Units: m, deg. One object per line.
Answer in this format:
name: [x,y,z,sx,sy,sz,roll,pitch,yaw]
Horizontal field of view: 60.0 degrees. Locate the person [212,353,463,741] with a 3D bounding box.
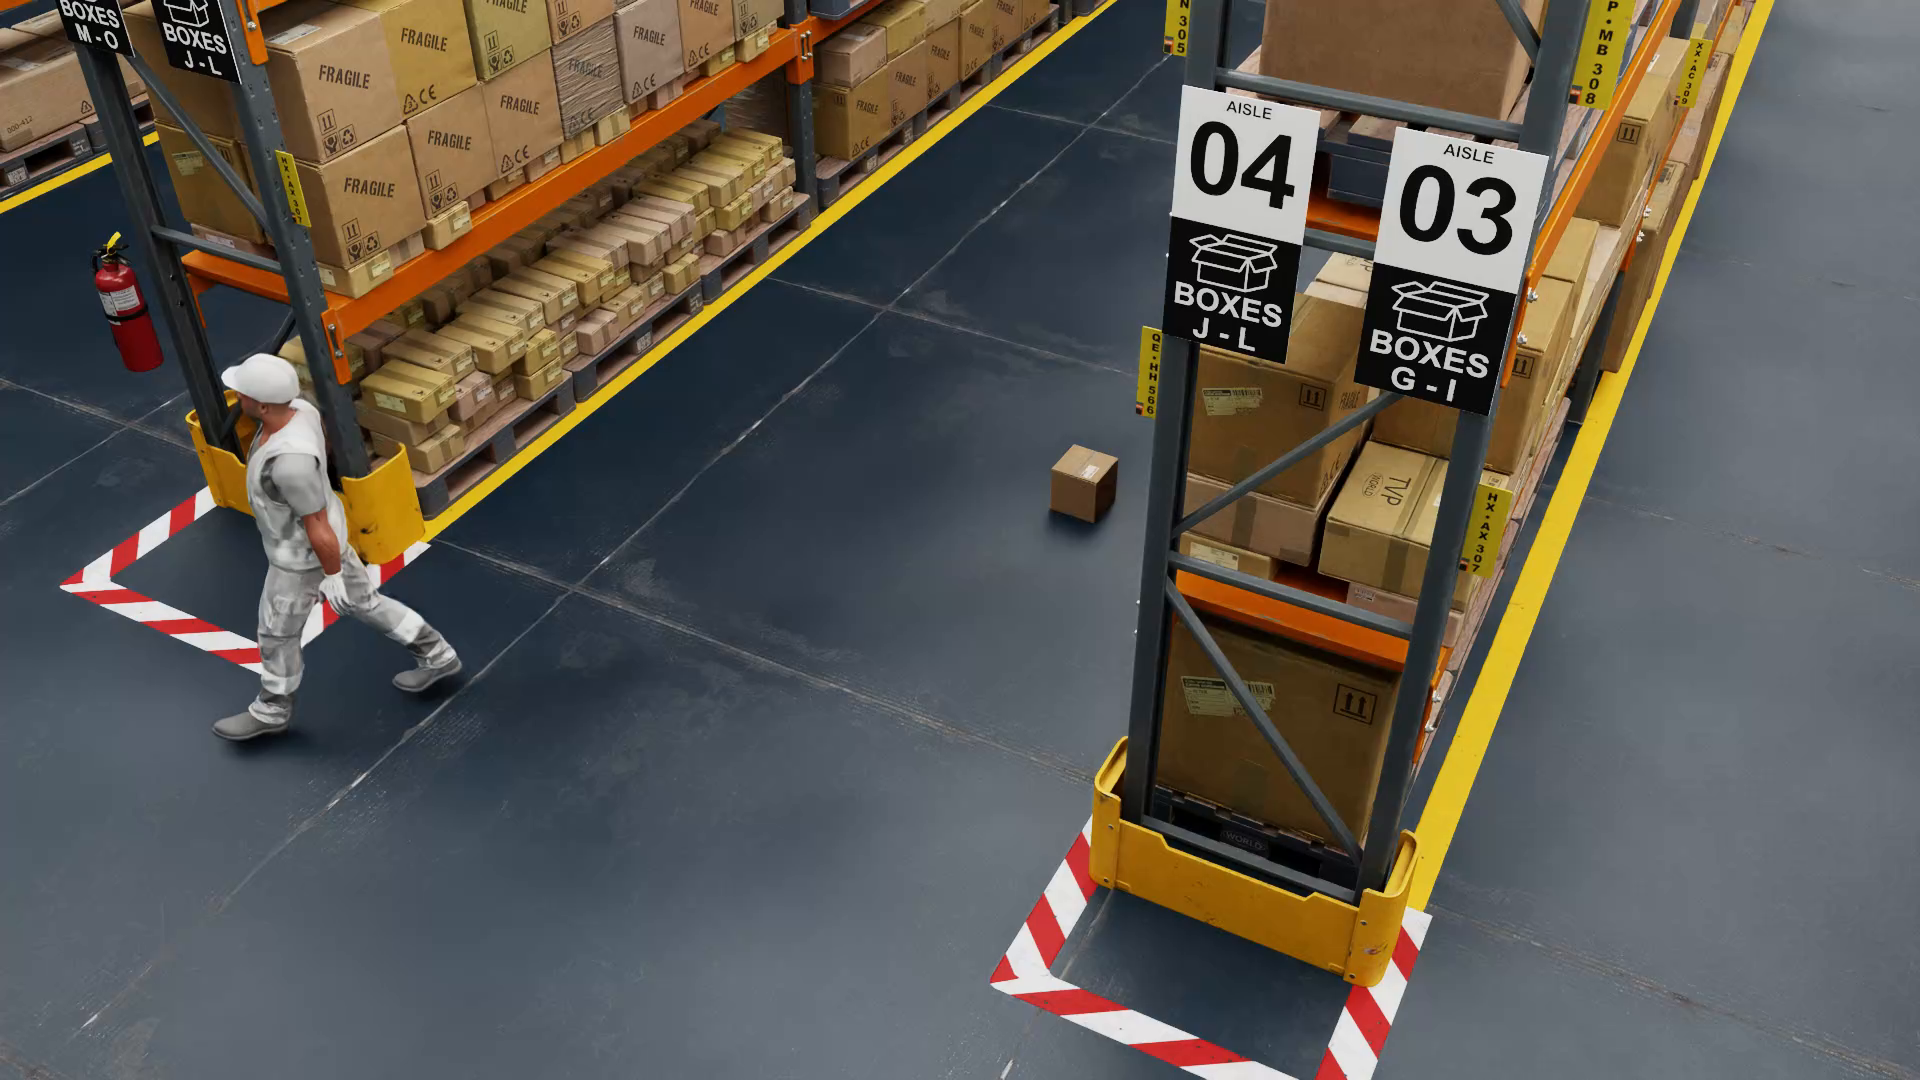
person: [-2.676,0.021,6.706,1.022,1.748,0.590,-8,38,-10]
